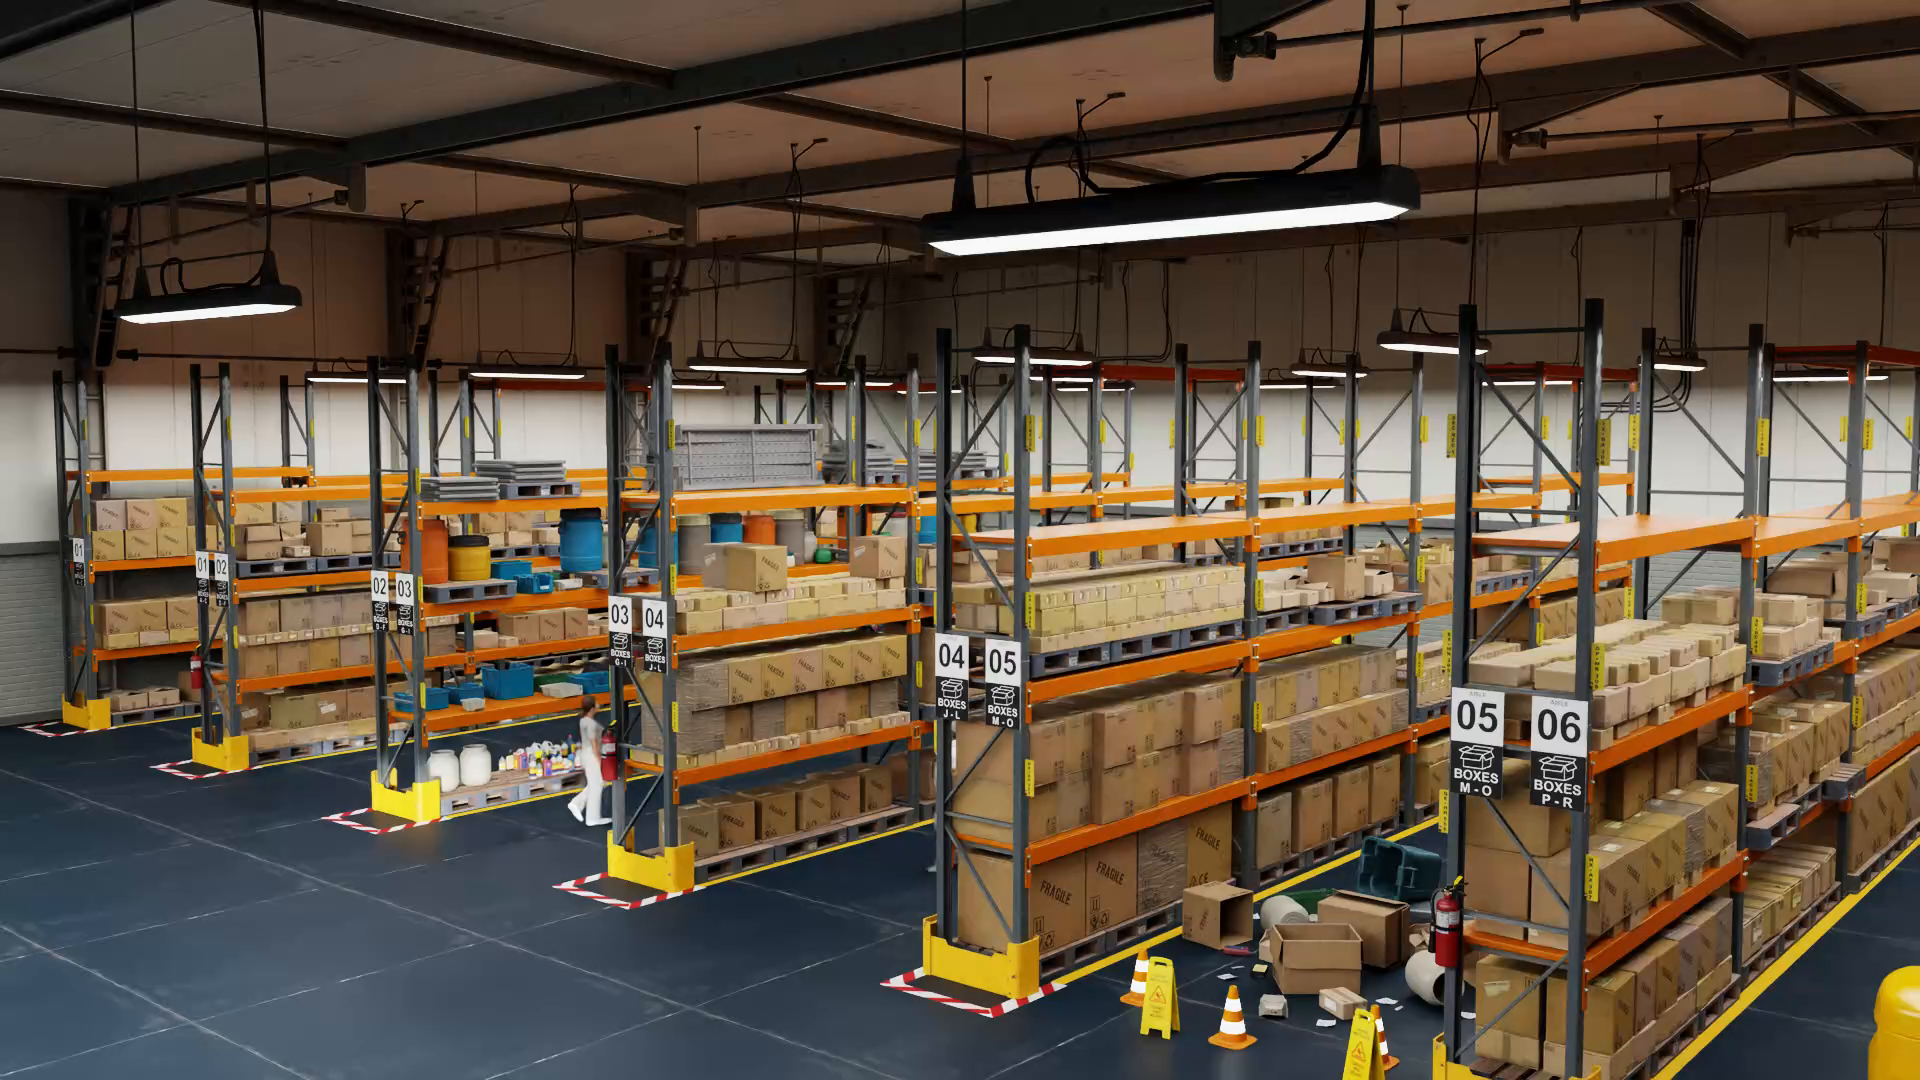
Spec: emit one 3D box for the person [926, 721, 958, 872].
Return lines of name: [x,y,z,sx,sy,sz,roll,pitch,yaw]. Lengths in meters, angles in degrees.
person: [-0.123,2.961,19.255,0.392,1.700,0.613,1,4,19]

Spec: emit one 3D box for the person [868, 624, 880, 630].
person: [-1.543,2.040,32.143,0.507,1.582,0.544,1,4,9]

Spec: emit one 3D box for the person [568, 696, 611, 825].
person: [-4.711,2.797,21.095,0.525,1.662,0.453,-1,4,-18]

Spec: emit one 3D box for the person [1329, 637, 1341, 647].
person: [5.994,2.378,26.569,1.061,1.702,0.630,-4,6,-41]
